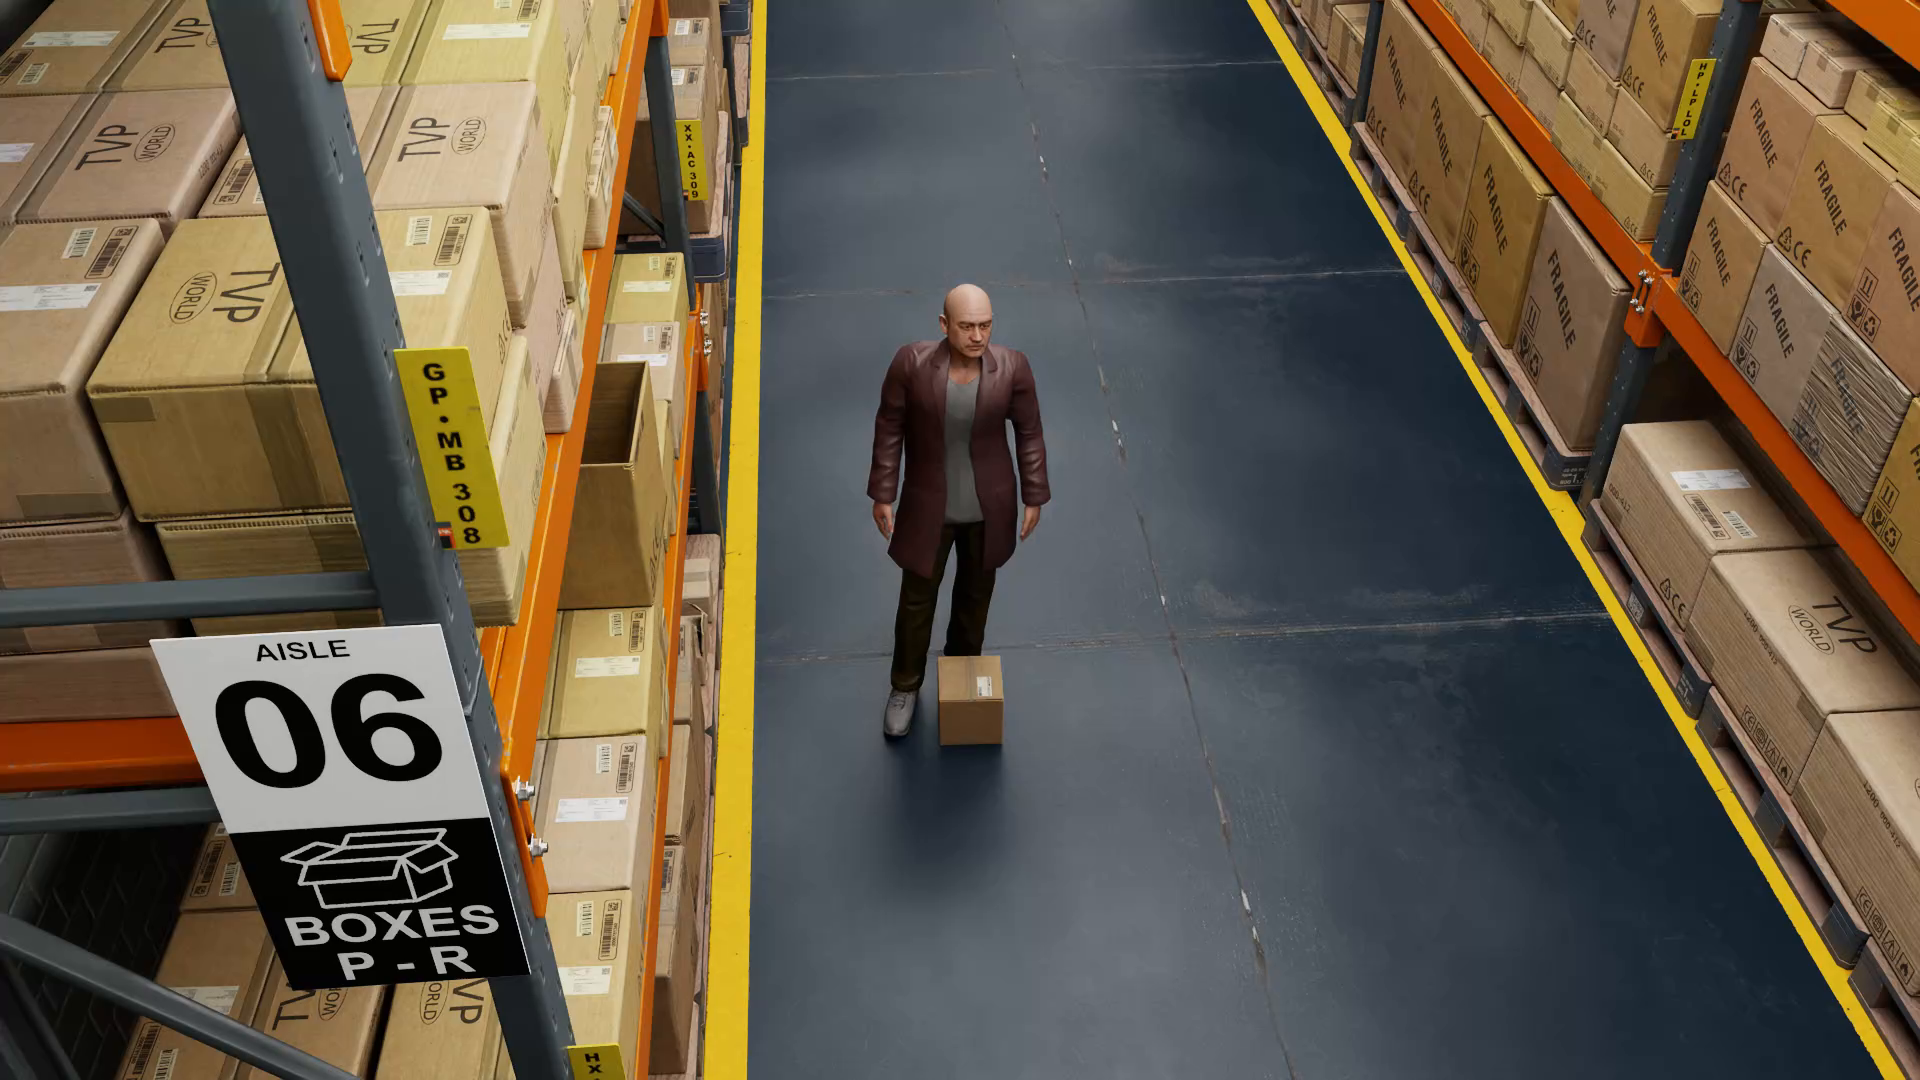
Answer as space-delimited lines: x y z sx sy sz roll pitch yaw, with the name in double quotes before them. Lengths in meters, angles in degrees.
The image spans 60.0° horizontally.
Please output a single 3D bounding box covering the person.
"person" 0.002 -0.085 6.257 0.698 1.780 0.579 -3 39 -3
